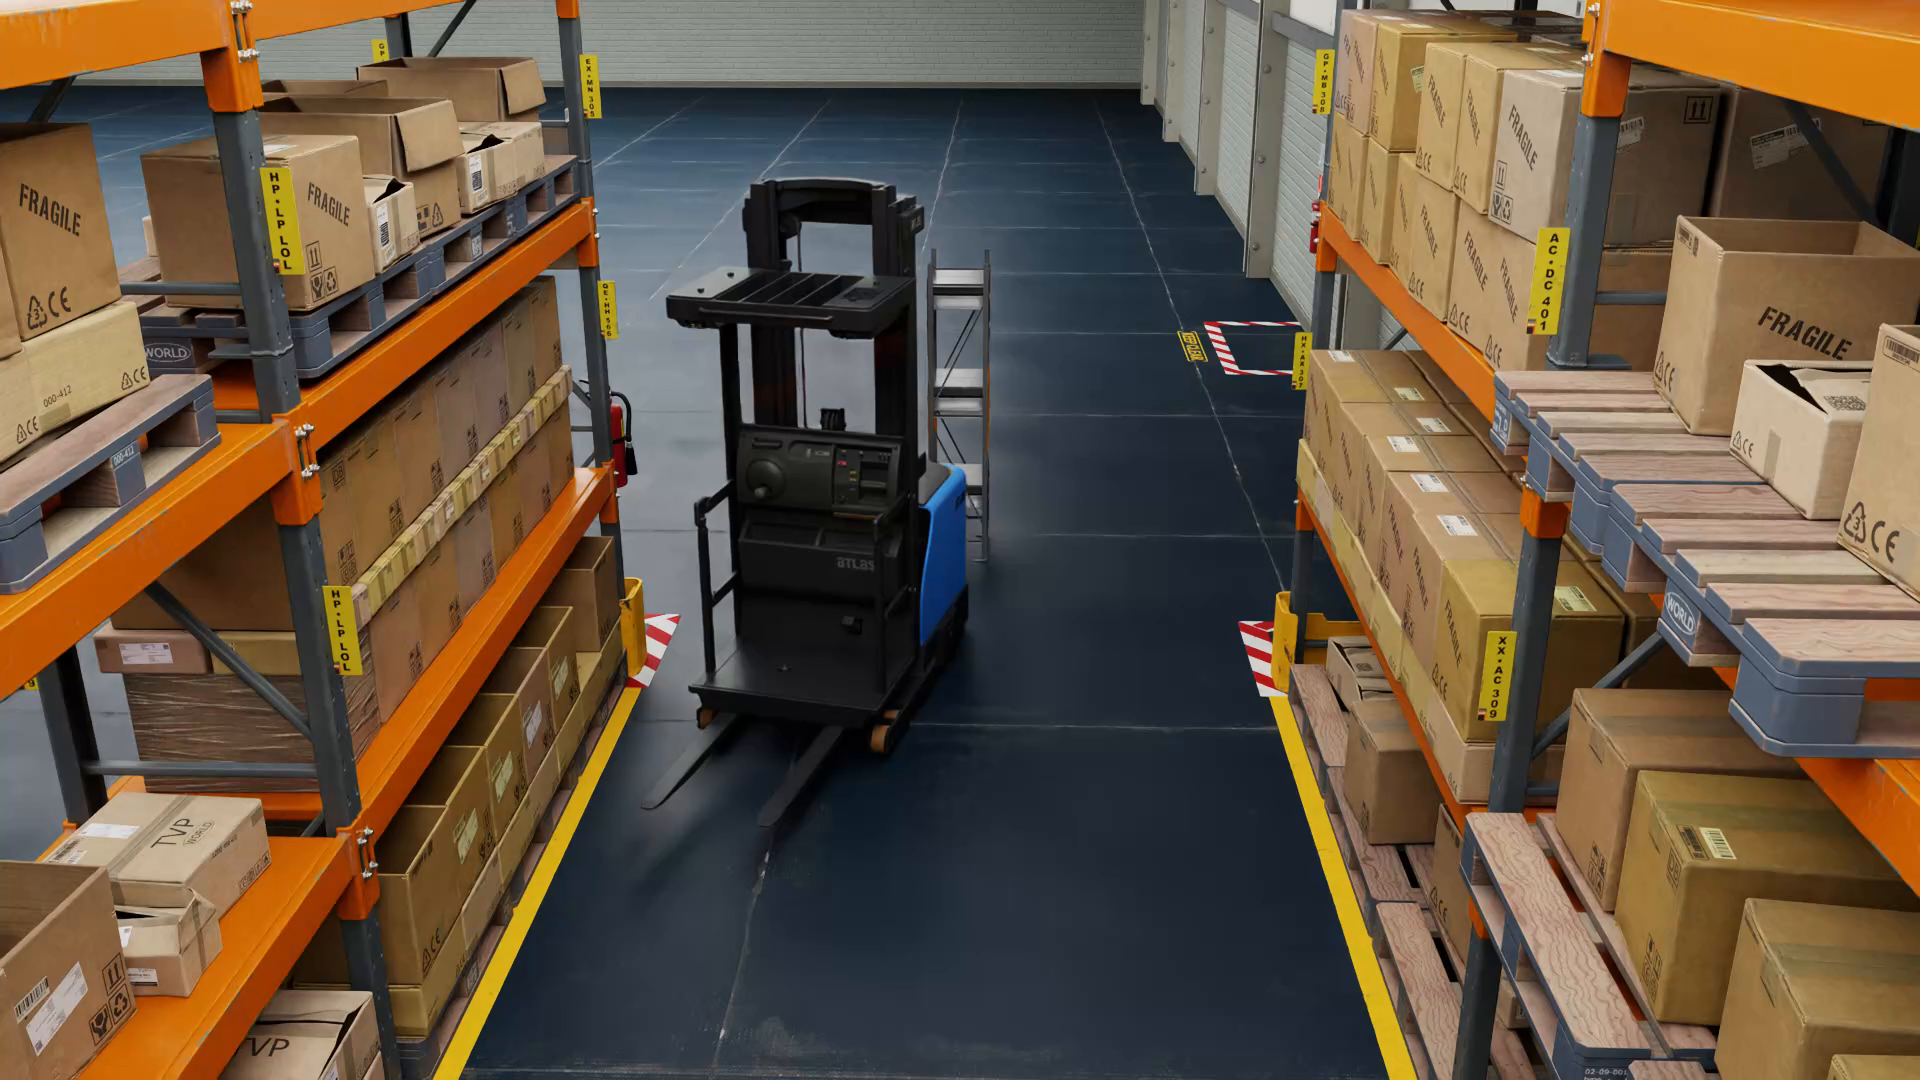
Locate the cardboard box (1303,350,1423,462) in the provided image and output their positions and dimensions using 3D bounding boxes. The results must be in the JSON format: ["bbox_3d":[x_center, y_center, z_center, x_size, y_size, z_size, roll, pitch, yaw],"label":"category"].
[{"bbox_3d":[2.134,-0.706,8.844,0.500,0.500,0.500,1,21,2],"label":"cardboard box"}]

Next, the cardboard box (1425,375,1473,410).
[{"bbox_3d":[2.622,-0.520,8.367,0.500,0.500,0.500,1,21,2],"label":"cardboard box"}]

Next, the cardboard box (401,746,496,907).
[{"bbox_3d":[-2.290,1.198,6.977,0.500,0.500,0.500,1,21,2],"label":"cardboard box"}]

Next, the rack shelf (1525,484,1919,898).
[{"bbox_3d":[2.266,0.520,3.389,1.077,0.370,4.000,1,21,2],"label":"rack shelf"}]

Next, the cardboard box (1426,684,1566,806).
[{"bbox_3d":[2.039,0.746,6.139,0.500,0.250,0.500,1,21,2],"label":"cardboard box"}]

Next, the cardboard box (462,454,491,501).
[{"bbox_3d":[-2.369,-0.287,7.587,0.380,0.149,0.250,0,21,1],"label":"cardboard box"}]

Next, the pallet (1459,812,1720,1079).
[{"bbox_3d":[2.158,1.224,4.992,1.003,0.211,1.213,1,21,2],"label":"pallet"}]

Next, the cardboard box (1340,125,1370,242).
[{"bbox_3d":[2.137,-1.728,8.024,0.500,0.500,0.500,2,21,5],"label":"cardboard box"}]

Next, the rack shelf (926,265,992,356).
[{"bbox_3d":[-0.005,-1.559,11.247,0.431,0.518,0.480,1,21,2],"label":"rack shelf"}]

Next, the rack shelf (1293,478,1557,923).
[{"bbox_3d":[2.388,0.472,7.659,1.077,0.370,4.000,1,21,2],"label":"rack shelf"}]

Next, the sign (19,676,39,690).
[{"bbox_3d":[-3.179,0.361,5.646,0.100,0.325,0.005,1,21,2],"label":"sign"}]

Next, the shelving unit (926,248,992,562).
[{"bbox_3d":[-0.005,-0.919,11.495,0.431,2.100,0.503,1,21,2],"label":"shelving unit"}]

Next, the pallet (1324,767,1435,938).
[{"bbox_3d":[2.347,1.475,7.936,1.003,0.211,1.213,1,21,2],"label":"pallet"}]

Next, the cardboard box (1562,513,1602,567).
[{"bbox_3d":[2.570,0.217,6.467,0.500,0.500,0.500,1,21,1],"label":"cardboard box"}]

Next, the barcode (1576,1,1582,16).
[{"bbox_3d":[2.927,-2.515,7.867,0.001,0.075,0.075,1,21,2],"label":"barcode"}]

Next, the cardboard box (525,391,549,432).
[{"bbox_3d":[-2.338,-0.661,8.551,0.380,0.149,0.250,0,21,1],"label":"cardboard box"}]

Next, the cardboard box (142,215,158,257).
[{"bbox_3d":[-2.861,-1.174,6.336,0.380,0.149,0.250,1,21,2],"label":"cardboard box"}]

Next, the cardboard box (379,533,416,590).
[{"bbox_3d":[-2.402,0.084,6.631,0.380,0.149,0.250,0,21,1],"label":"cardboard box"}]

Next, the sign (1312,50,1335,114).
[{"bbox_3d":[1.906,-2.398,8.707,0.100,0.325,0.005,1,21,2],"label":"sign"}]

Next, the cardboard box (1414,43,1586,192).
[{"bbox_3d":[2.083,-1.632,6.393,0.500,0.500,0.500,0,21,0],"label":"cardboard box"}]

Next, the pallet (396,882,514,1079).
[{"bbox_3d":[-2.558,1.820,7.047,1.003,0.211,1.213,1,21,2],"label":"pallet"}]

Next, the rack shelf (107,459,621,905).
[{"bbox_3d":[-2.564,0.419,7.796,1.077,0.370,4.000,1,21,2],"label":"rack shelf"}]

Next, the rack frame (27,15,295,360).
[{"bbox_3d":[-2.624,-1.990,4.717,1.000,3.000,0.127,1,21,2],"label":"rack frame"}]

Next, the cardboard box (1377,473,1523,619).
[{"bbox_3d":[2.068,0.034,6.937,0.500,0.500,0.500,0,21,0],"label":"cardboard box"}]

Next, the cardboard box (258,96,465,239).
[{"bbox_3d":[-2.448,-1.495,6.671,0.797,0.503,0.637,3,21,8],"label":"cardboard box"}]

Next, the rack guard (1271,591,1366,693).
[{"bbox_3d":[2.446,0.607,9.774,1.175,0.500,0.348,1,21,2],"label":"rack guard"}]

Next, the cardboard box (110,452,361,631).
[{"bbox_3d":[-2.617,-0.005,5.963,0.700,0.500,0.500,1,21,2],"label":"cardboard box"}]

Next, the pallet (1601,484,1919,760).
[{"bbox_3d":[2.173,0.146,3.618,1.213,0.211,1.003,1,21,2],"label":"pallet"}]

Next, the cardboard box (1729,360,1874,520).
[{"bbox_3d":[2.212,-0.273,3.982,0.500,0.311,0.500,1,21,3],"label":"cardboard box"}]

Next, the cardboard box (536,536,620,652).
[{"bbox_3d":[-2.222,0.294,9.307,0.500,0.500,0.500,1,21,2],"label":"cardboard box"}]

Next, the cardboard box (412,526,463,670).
[{"bbox_3d":[-2.588,0.228,7.157,0.700,0.500,0.500,1,21,2],"label":"cardboard box"}]

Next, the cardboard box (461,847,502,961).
[{"bbox_3d":[-2.287,1.548,7.113,0.500,0.250,0.500,1,21,2],"label":"cardboard box"}]

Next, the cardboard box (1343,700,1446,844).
[{"bbox_3d":[2.248,1.094,7.910,0.700,0.500,0.500,-1,21,-2],"label":"cardboard box"}]

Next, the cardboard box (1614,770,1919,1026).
[{"bbox_3d":[2.253,0.994,4.574,0.700,0.500,0.500,3,21,7],"label":"cardboard box"}]

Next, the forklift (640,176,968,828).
[{"bbox_3d":[-0.830,-0.356,8.895,1.130,2.935,3.031,6,22,14],"label":"forklift"}]

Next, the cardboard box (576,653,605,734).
[{"bbox_3d":[-2.227,0.825,8.977,0.500,0.250,0.500,1,21,2],"label":"cardboard box"}]

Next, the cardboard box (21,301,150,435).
[{"bbox_3d":[-2.653,-0.495,4.637,0.500,0.250,0.500,3,21,7],"label":"cardboard box"}]

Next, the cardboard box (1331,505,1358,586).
[{"bbox_3d":[2.094,0.019,8.012,0.500,0.250,0.500,0,21,1],"label":"cardboard box"}]

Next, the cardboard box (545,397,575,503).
[{"bbox_3d":[-2.530,-0.517,9.077,0.700,0.500,0.500,1,21,2],"label":"cardboard box"}]

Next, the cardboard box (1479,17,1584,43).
[{"bbox_3d":[2.691,-2.150,7.730,0.500,0.500,0.500,2,21,5],"label":"cardboard box"}]

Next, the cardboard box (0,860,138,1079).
[{"bbox_3d":[-2.680,1.228,4.578,0.500,0.500,0.500,2,21,6],"label":"cardboard box"}]

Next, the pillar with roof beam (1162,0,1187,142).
[{"bbox_3d":[-0.281,-11.845,30.117,9.100,9.000,0.400,1,21,2],"label":"pillar with roof beam"}]

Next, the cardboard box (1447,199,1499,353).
[{"bbox_3d":[2.124,-0.962,6.050,0.500,0.500,0.500,-1,21,-3],"label":"cardboard box"}]

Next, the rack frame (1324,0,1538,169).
[{"bbox_3d":[2.449,-3.383,8.308,1.000,3.000,0.127,1,21,2],"label":"rack frame"}]

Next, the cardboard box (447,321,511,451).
[{"bbox_3d":[-2.556,-0.730,7.833,0.700,0.500,0.500,1,21,2],"label":"cardboard box"}]

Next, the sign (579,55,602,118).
[{"bbox_3d":[-1.961,-2.403,8.813,0.100,0.325,0.005,1,21,2],"label":"sign"}]
